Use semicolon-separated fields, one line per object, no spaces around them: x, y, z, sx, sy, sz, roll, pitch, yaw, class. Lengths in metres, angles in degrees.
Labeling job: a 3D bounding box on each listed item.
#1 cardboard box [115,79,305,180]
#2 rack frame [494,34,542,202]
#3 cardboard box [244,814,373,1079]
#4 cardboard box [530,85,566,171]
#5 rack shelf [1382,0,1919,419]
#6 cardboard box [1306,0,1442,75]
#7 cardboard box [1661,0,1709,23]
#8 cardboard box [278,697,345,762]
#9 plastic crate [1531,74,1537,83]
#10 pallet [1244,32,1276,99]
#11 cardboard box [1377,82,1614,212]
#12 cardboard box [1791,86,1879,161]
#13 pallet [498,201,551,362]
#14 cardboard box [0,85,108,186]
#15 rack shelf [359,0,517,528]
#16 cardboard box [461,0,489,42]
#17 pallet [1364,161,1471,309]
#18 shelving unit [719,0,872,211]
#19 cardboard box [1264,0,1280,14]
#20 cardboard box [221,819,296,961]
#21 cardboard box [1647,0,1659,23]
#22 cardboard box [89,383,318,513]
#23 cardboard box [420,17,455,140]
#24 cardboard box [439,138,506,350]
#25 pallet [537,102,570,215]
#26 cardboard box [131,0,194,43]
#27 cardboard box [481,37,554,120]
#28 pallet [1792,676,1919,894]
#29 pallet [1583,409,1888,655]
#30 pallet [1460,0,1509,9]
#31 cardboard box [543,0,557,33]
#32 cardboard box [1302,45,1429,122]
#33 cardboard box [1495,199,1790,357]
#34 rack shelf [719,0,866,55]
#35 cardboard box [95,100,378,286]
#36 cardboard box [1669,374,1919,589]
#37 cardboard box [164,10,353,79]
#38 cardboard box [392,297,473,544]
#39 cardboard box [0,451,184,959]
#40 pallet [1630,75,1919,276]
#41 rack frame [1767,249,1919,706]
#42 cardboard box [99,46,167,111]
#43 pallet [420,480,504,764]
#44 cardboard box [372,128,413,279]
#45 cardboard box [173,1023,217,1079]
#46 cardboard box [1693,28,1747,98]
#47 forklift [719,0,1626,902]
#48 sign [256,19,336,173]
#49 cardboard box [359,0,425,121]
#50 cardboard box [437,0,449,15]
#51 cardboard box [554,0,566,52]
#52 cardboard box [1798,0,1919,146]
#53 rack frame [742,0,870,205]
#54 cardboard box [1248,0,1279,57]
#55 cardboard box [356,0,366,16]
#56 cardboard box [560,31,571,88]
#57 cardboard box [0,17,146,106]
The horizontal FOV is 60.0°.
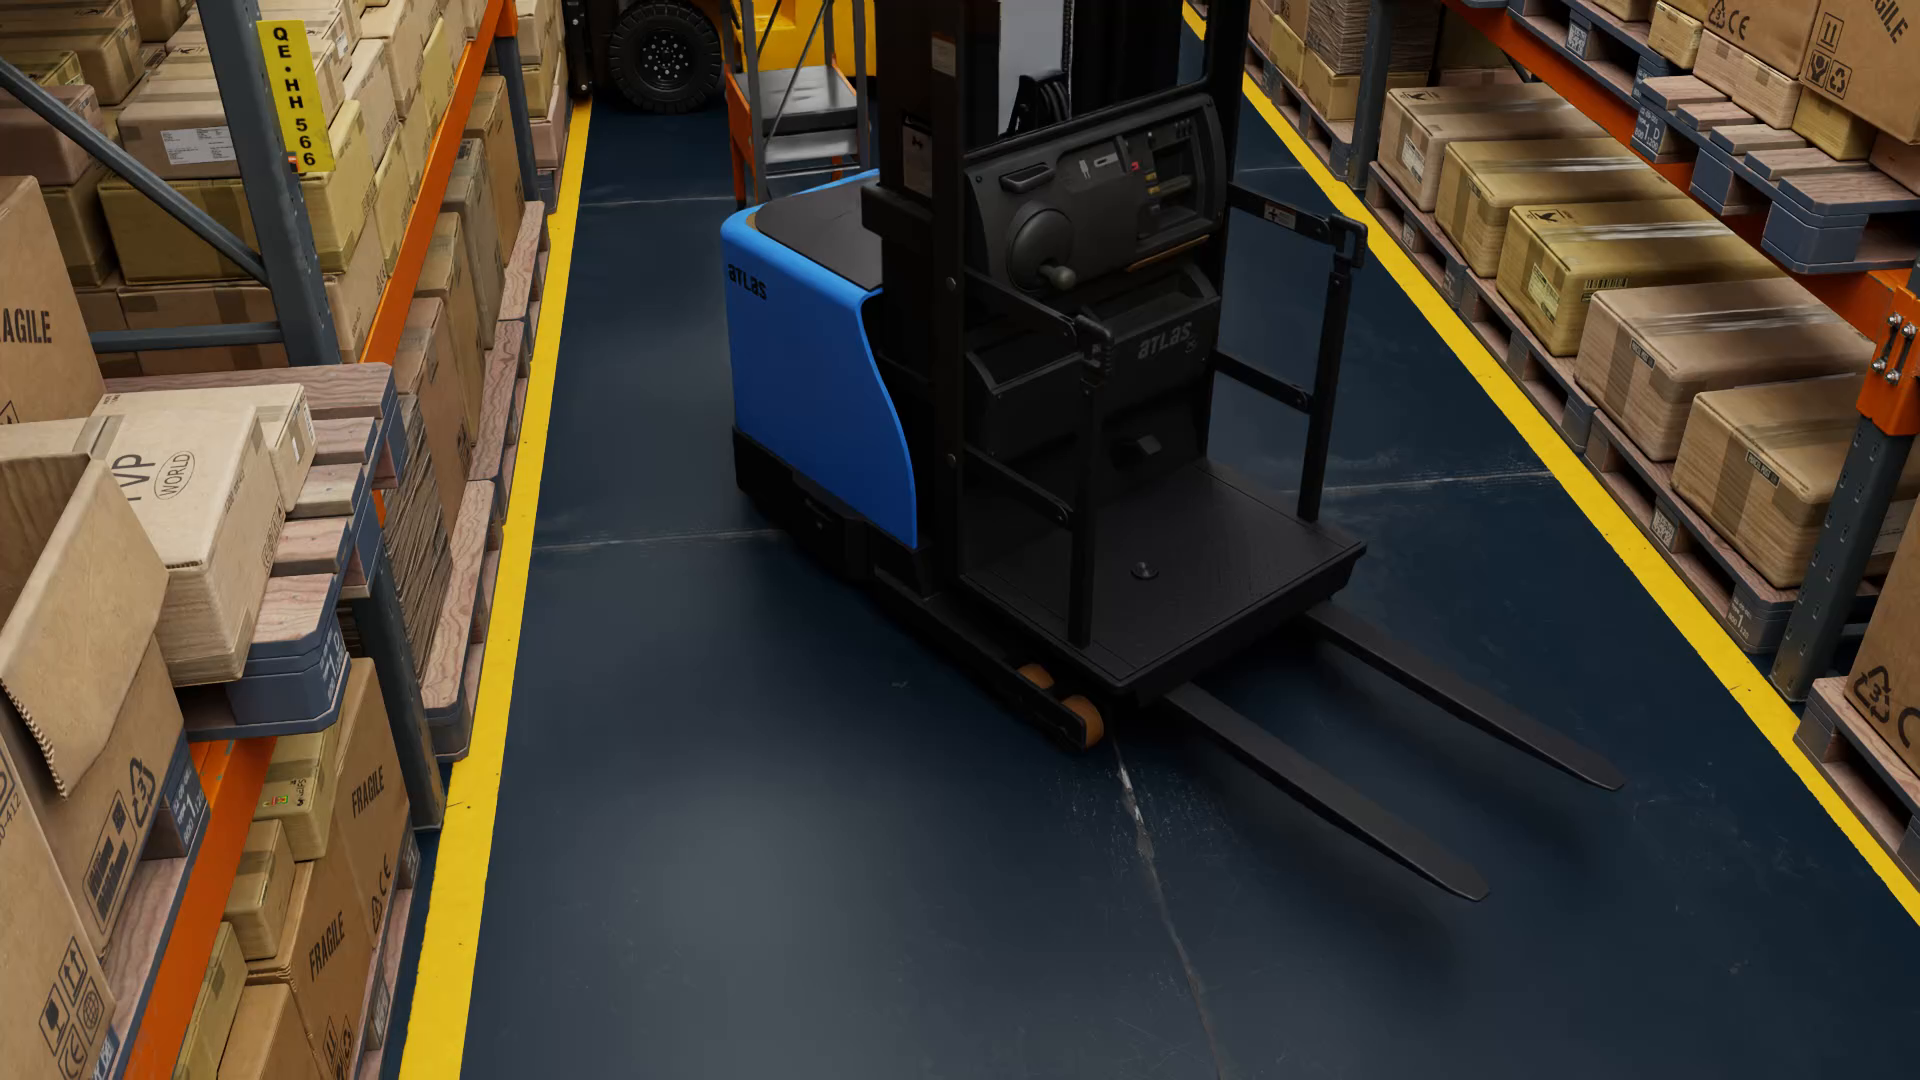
-1.681;-0.944;3.807;0.380;0.149;0.250;-3;34;-5;cardboard box
-2.468;-2.667;7.000;1.000;3.000;0.127;-4;35;-6;rack frame
-1.603;0.924;3.577;0.500;0.500;0.500;-5;35;-7;cardboard box
-2.205;-1.999;8.089;0.500;0.250;0.500;-4;34;-6;cardboard box
2.719;-1.632;6.120;1.077;0.370;4.000;-4;35;-6;rack shelf
2.104;-2.702;8.454;0.500;0.500;0.500;-5;35;-7;cardboard box
2.502;-1.953;5.226;0.500;0.500;0.500;-7;35;-10;cardboard box
-1.613;0.413;3.751;0.380;0.149;0.250;-6;35;-9;cardboard box
3.051;-2.777;9.754;0.402;0.080;0.583;-16;38;-23;plastic crate
2.157;-2.947;9.887;1.003;0.211;1.213;-4;35;-6;pallet
2.523;-1.840;7.747;0.950;0.372;0.625;-4;34;-6;cardboard box
2.603;-1.192;4.686;0.380;0.149;0.250;-4;34;-6;cardboard box
-2.330;-1.107;7.186;1.003;0.211;1.213;-4;35;-6;pallet
-2.175;-0.910;3.758;0.380;0.149;0.250;-3;34;-5;cardboard box
-2.199;-1.254;5.565;1.077;0.370;4.000;-4;35;-6;rack shelf
-2.068;-2.064;6.248;0.500;0.250;0.500;-5;35;-7;cardboard box
2.556;-1.458;7.703;1.003;0.211;1.213;-4;35;-6;pallet
-0.578;-1.405;5.946;0.431;2.100;0.503;-10;35;-14;shelving unit
1.965;-3.270;9.288;0.500;0.500;0.500;-3;34;-4;cardboard box
-1.554;0.713;3.311;0.380;0.149;0.250;-5;35;-8;cardboard box
2.539;-1.772;5.537;0.380;0.149;0.250;-4;34;-6;cardboard box
-1.462;-0.167;3.182;0.380;0.149;0.250;-4;34;-5;cardboard box
-1.955;-1.497;5.416;0.500;0.250;0.500;-3;34;-5;cardboard box
-2.290;-1.135;6.488;0.875;0.625;0.625;-5;35;-7;cardboard box
-2.534;-1.962;8.441;1.003;0.211;1.213;-4;35;-6;pallet
-2.355;-1.481;4.594;0.380;0.149;0.250;-5;35;-7;cardboard box
-2.227;-2.204;7.946;0.500;0.250;0.500;-5;35;-7;cardboard box
3.019;0.785;4.411;1.003;0.211;1.213;-4;35;-6;pallet
2.884;-0.097;5.705;1.003;0.211;1.213;-4;35;-6;pallet
2.409;-2.528;6.967;1.003;0.211;1.213;-4;35;-6;pallet
-2.281;-2.697;8.225;0.500;0.250;0.500;-4;35;-6;cardboard box
2.104;-2.392;8.665;0.500;0.250;0.500;-3;34;-4;cardboard box
2.718;-1.051;6.590;0.950;0.372;0.625;-3;34;-5;cardboard box
-0.581;-1.972;5.559;0.431;0.518;0.480;-10;35;-14;rack shelf
-1.723;-0.848;4.019;0.500;0.250;0.500;-4;35;-6;cardboard box
2.922;-0.217;5.365;0.950;0.372;0.625;-7;35;-10;cardboard box
-1.778;-1.235;4.234;0.380;0.149;0.250;-3;34;-5;cardboard box
-2.096;-0.340;5.322;0.875;0.625;0.625;-3;34;-5;cardboard box
-1.527;0.246;2.261;0.797;0.503;0.637;-5;35;-7;cardboard box
2.786;-1.123;4.905;1.213;0.211;1.003;-4;35;-6;pallet
2.988;-0.813;4.279;1.000;3.000;0.127;-4;35;-6;rack frame
-2.336;-1.094;4.381;0.500;0.250;0.500;-4;34;-6;cardboard box
-2.002;0.255;5.188;1.003;0.211;1.213;-4;35;-6;pallet
-1.810;-0.920;4.570;0.500;0.250;0.500;-5;35;-7;cardboard box
-1.529;1.003;2.885;0.380;0.149;0.250;-5;35;-7;cardboard box
2.499;-1.470;5.094;0.380;0.149;0.250;-6;35;-9;cardboard box
0.538;-0.915;4.490;1.130;2.935;3.031;-26;42;-32;forklift
-1.394;-0.927;3.489;0.100;0.325;0.005;-4;35;-6;sign
-1.866;-1.419;4.857;0.500;0.250;0.500;-5;35;-8;cardboard box
-2.009;-1.985;5.688;0.500;0.250;0.500;-4;34;-5;cardboard box
-2.353;-2.767;8.771;0.500;0.250;0.500;-5;35;-7;cardboard box
2.651;-1.383;4.390;0.500;0.500;0.500;-5;35;-8;cardboard box
-0.508;-1.274;5.753;0.400;2.100;0.015;-10;35;-14;rack frame
1.959;-2.972;9.517;0.500;0.250;0.500;-4;34;-6;cardboard box
-1.889;-1.518;4.649;0.380;0.149;0.250;-4;34;-6;cardboard box
-2.373;-2.567;8.922;0.500;0.250;0.500;-4;34;-6;cardboard box
-2.295;-1.197;4.178;0.380;0.149;0.250;-4;35;-6;cardboard box
